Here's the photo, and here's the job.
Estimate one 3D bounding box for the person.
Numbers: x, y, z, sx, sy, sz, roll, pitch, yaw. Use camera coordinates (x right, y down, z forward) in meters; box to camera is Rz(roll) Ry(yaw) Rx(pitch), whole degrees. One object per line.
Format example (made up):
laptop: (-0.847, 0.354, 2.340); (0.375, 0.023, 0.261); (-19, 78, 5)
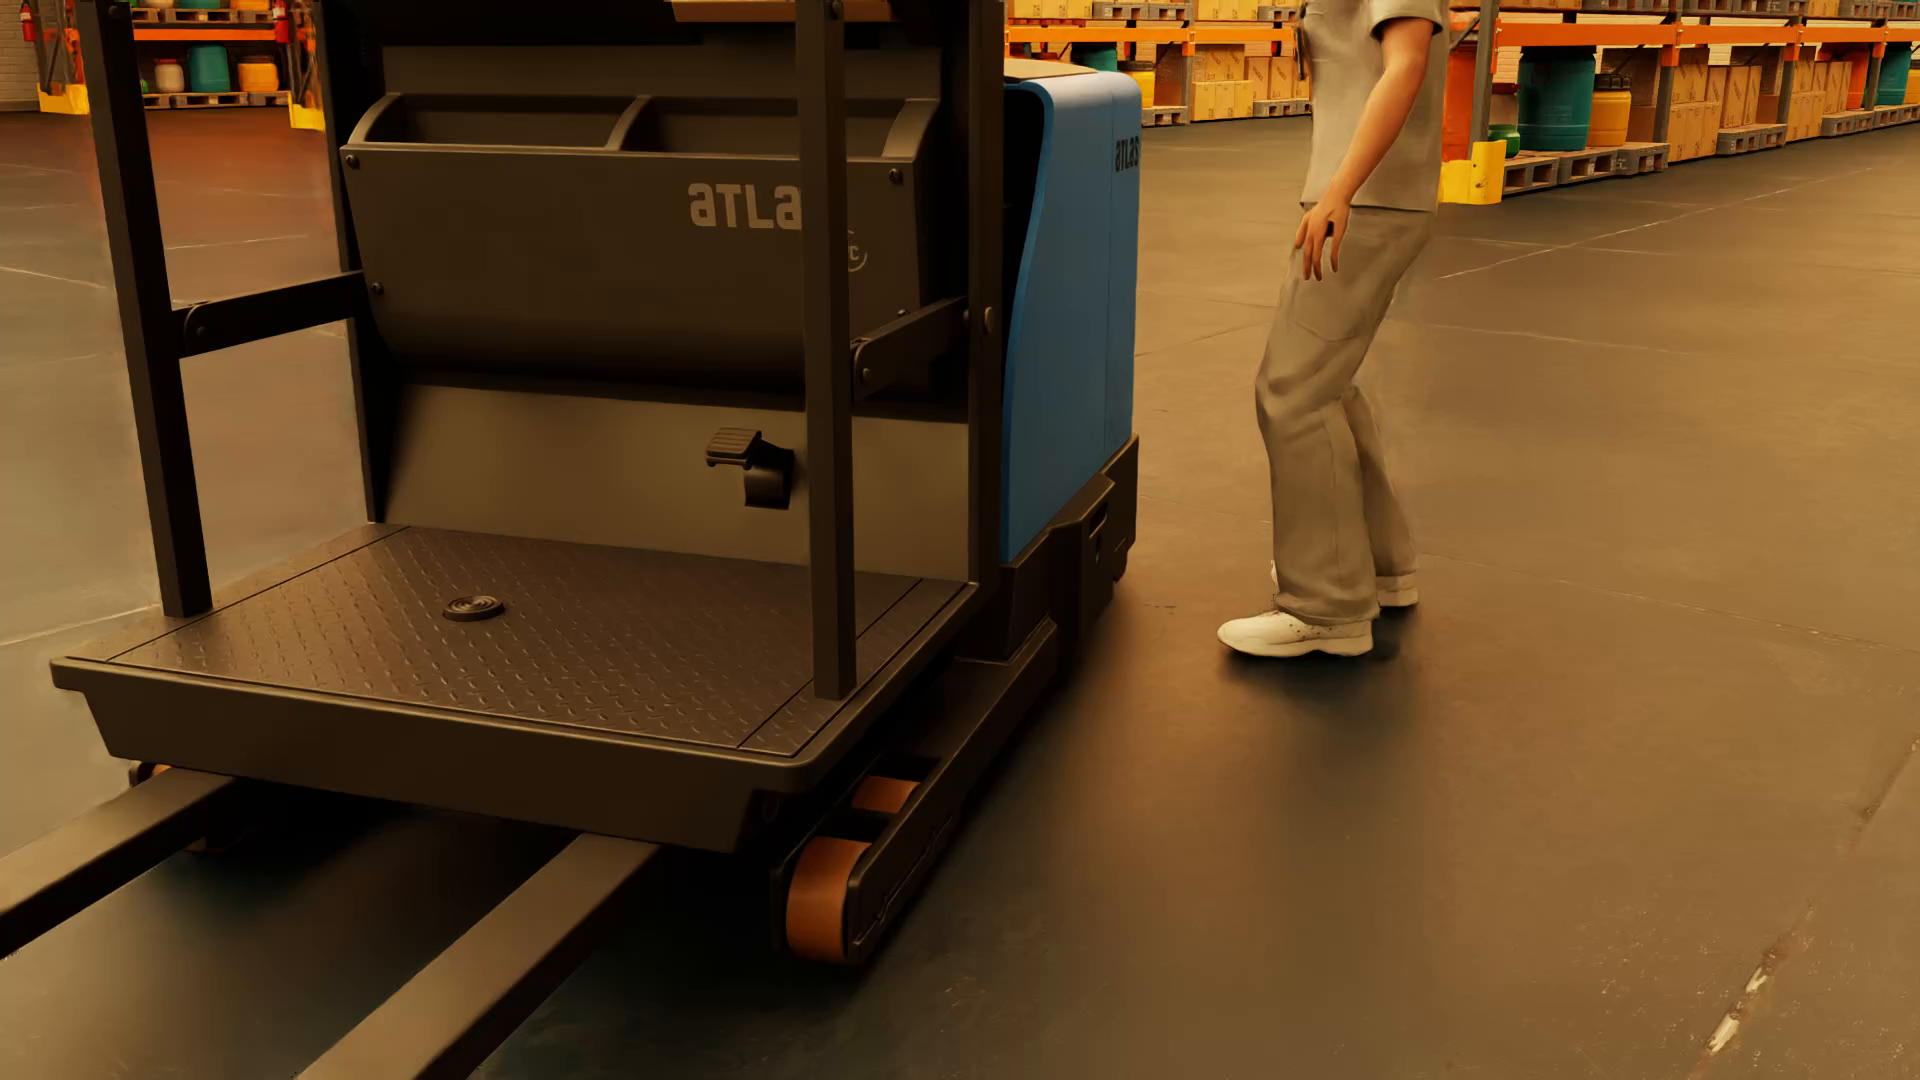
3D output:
person: (0.753, -0.634, 3.212); (0.383, 1.640, 0.684); (4, 17, 13)

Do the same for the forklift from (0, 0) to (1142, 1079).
forklift: (-0.546, -0.984, 2.139); (1.130, 2.935, 3.031); (5, 18, 17)
